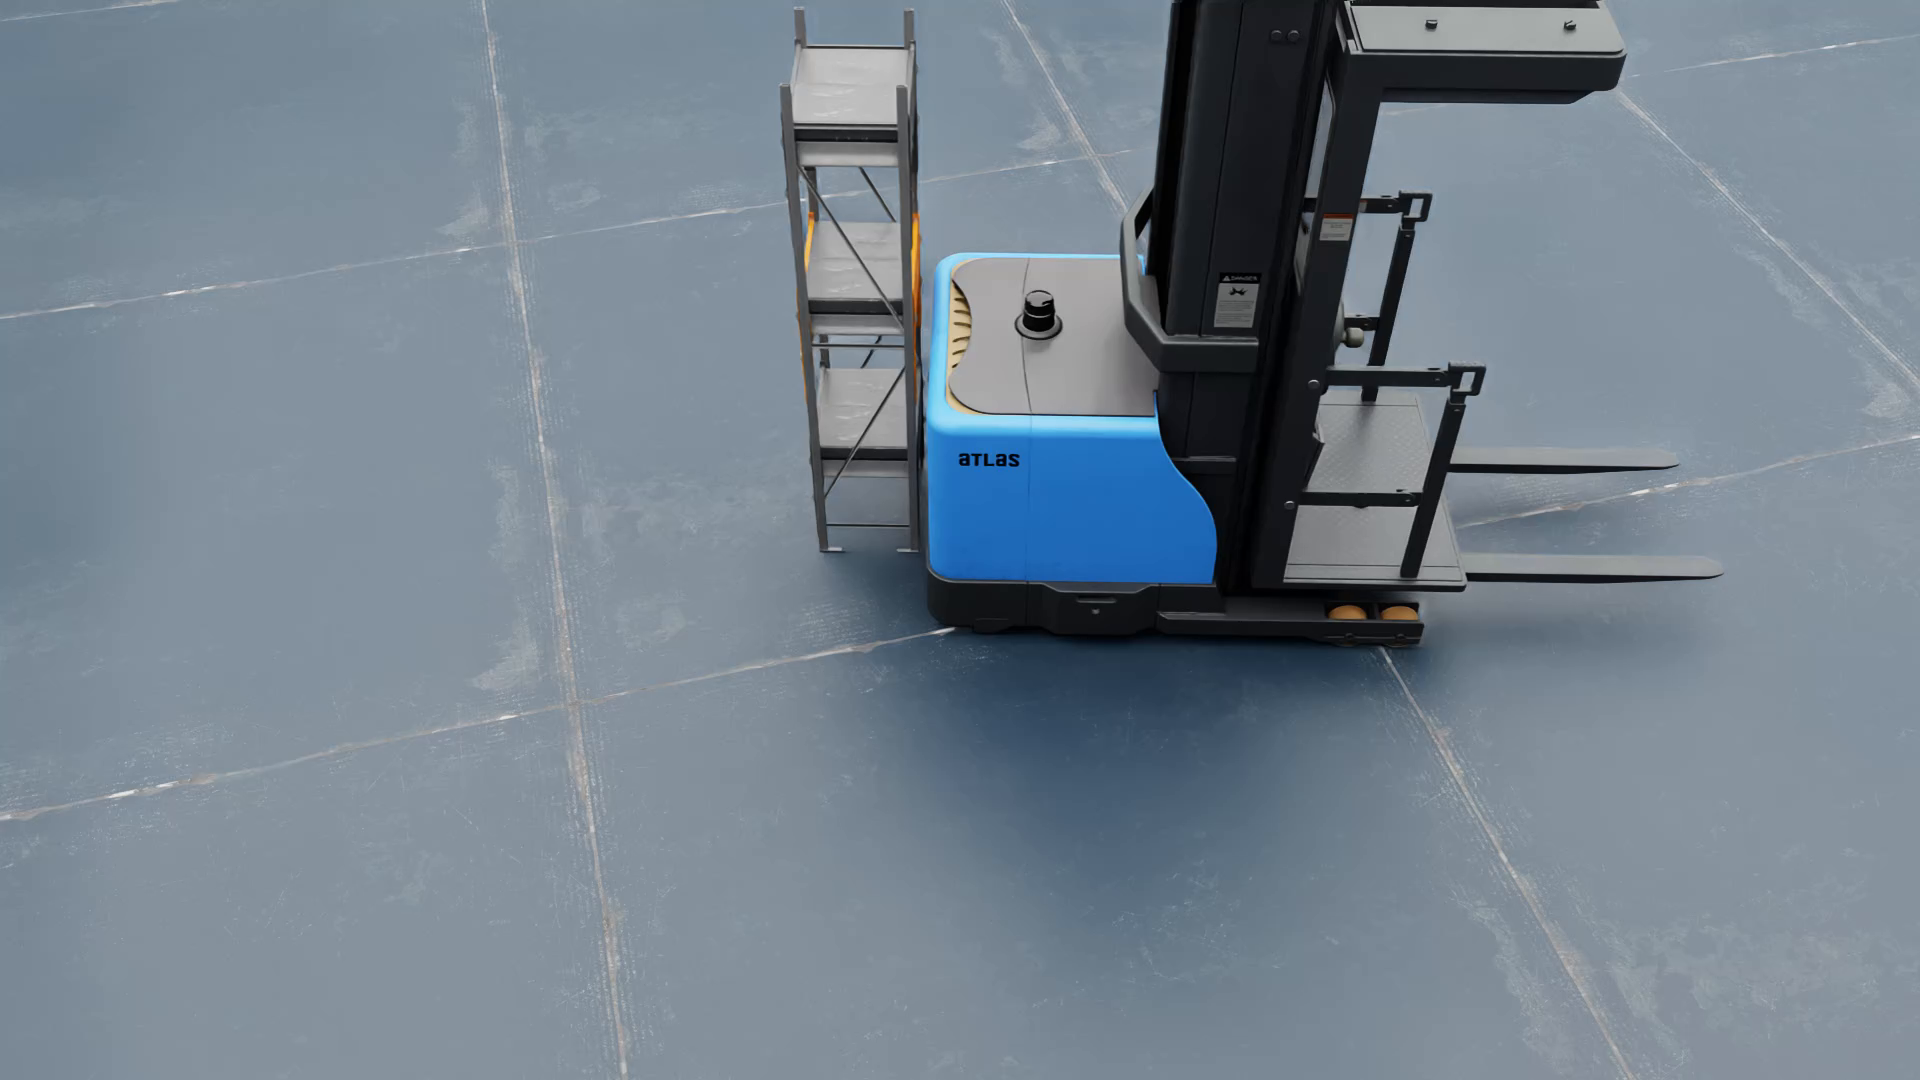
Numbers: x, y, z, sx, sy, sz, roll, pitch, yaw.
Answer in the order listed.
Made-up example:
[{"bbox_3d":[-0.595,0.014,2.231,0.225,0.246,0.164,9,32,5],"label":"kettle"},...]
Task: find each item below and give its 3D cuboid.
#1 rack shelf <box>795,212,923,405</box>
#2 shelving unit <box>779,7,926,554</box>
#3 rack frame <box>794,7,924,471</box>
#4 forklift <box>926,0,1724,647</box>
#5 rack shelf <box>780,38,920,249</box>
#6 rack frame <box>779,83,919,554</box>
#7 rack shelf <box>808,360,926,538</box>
[{"bbox_3d":[-0.360,-0.854,6.135,0.431,0.518,0.480,1,46,1],"label":"rack shelf"},{"bbox_3d":[-0.360,-0.863,6.126,0.431,2.100,0.503,1,46,1],"label":"shelving unit"},{"bbox_3d":[-0.355,-1.037,6.296,0.400,2.100,0.015,1,46,1],"label":"rack frame"},{"bbox_3d":[1.397,-1.004,5.681,3.031,2.935,1.130,1,46,1],"label":"forklift"},{"bbox_3d":[-0.360,-1.344,5.636,0.431,0.518,0.480,1,46,1],"label":"rack shelf"},{"bbox_3d":[-0.365,-0.689,5.955,0.400,2.100,0.015,1,46,1],"label":"rack frame"},{"bbox_3d":[-0.360,-0.364,6.635,0.431,0.518,0.480,1,46,1],"label":"rack shelf"}]
